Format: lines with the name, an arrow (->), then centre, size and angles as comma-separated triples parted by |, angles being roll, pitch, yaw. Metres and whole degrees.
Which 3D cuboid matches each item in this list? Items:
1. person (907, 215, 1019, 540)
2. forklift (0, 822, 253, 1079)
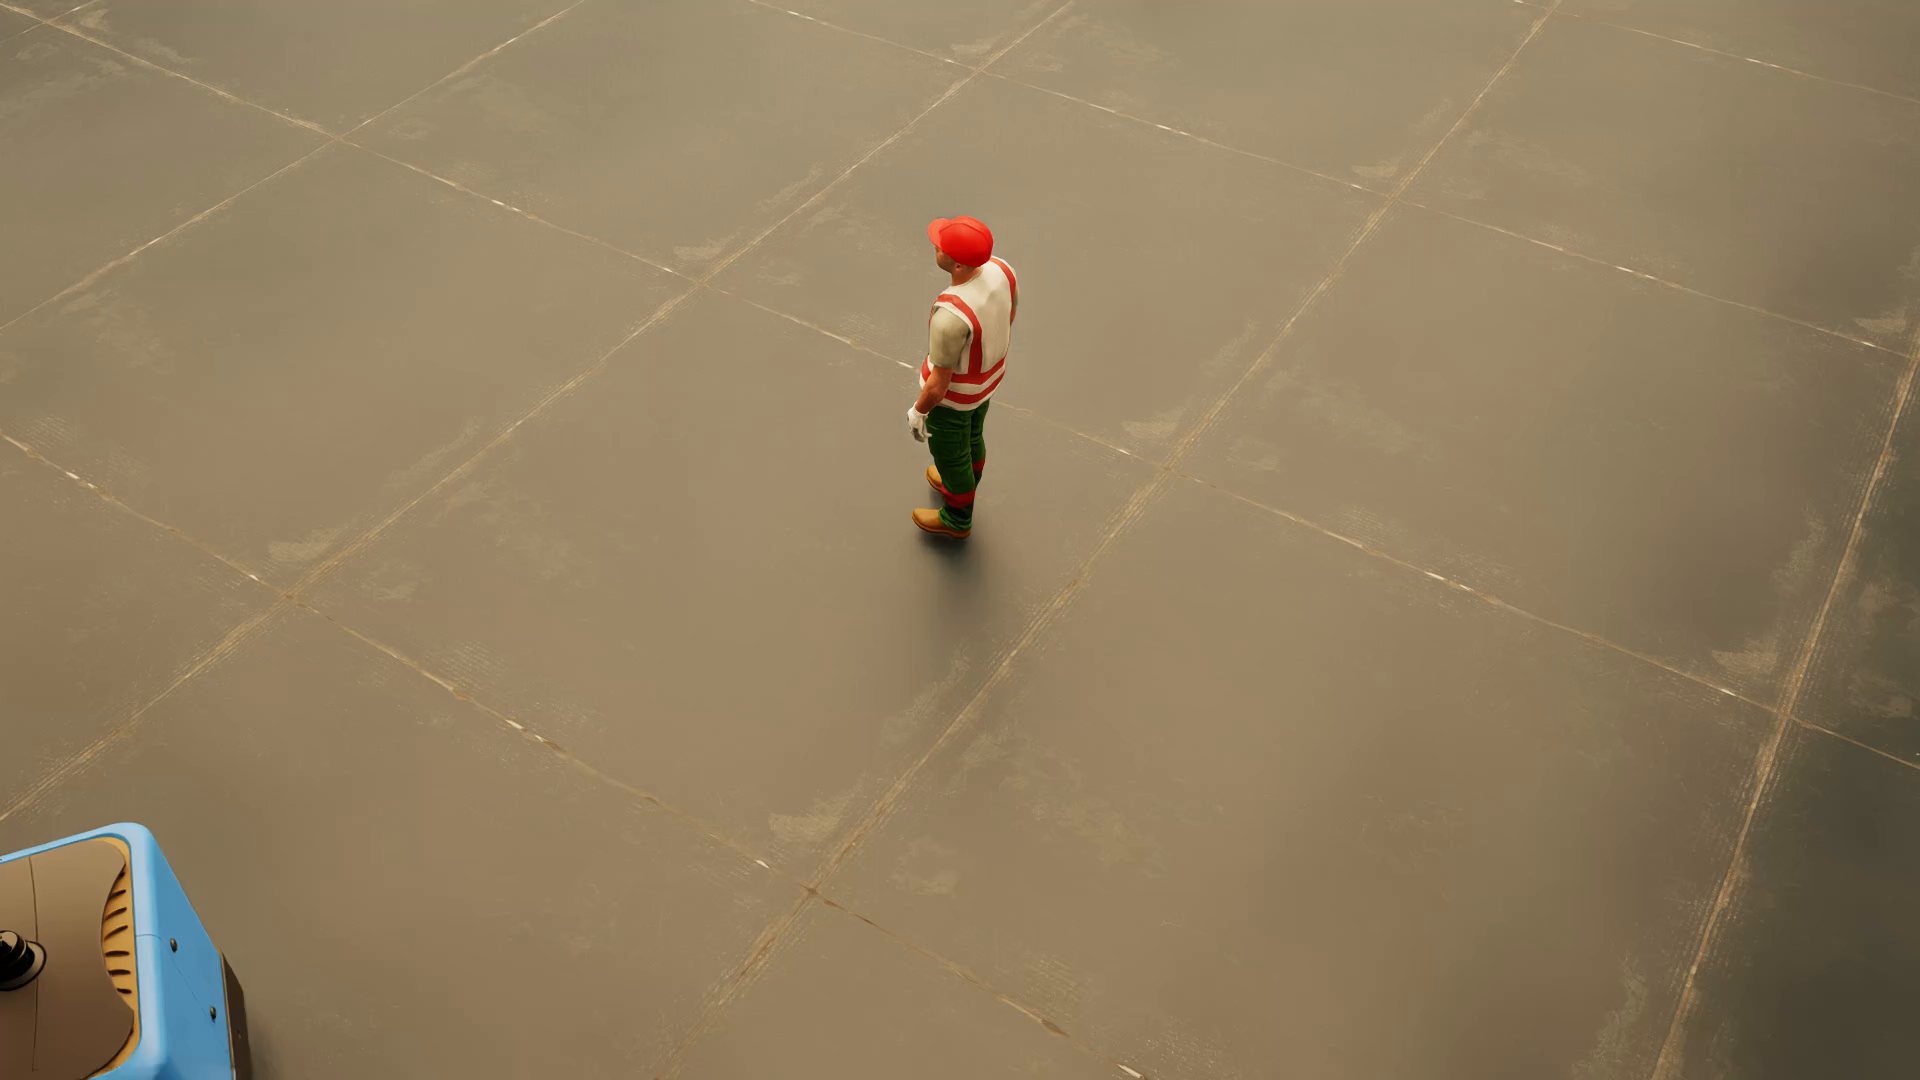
person -> -0.060, -0.721, 7.369 | 0.564, 1.787, 0.637 | 24, 48, 23
forklift -> -3.881, 1.316, 4.460 | 3.031, 2.935, 1.130 | -16, 46, -16
